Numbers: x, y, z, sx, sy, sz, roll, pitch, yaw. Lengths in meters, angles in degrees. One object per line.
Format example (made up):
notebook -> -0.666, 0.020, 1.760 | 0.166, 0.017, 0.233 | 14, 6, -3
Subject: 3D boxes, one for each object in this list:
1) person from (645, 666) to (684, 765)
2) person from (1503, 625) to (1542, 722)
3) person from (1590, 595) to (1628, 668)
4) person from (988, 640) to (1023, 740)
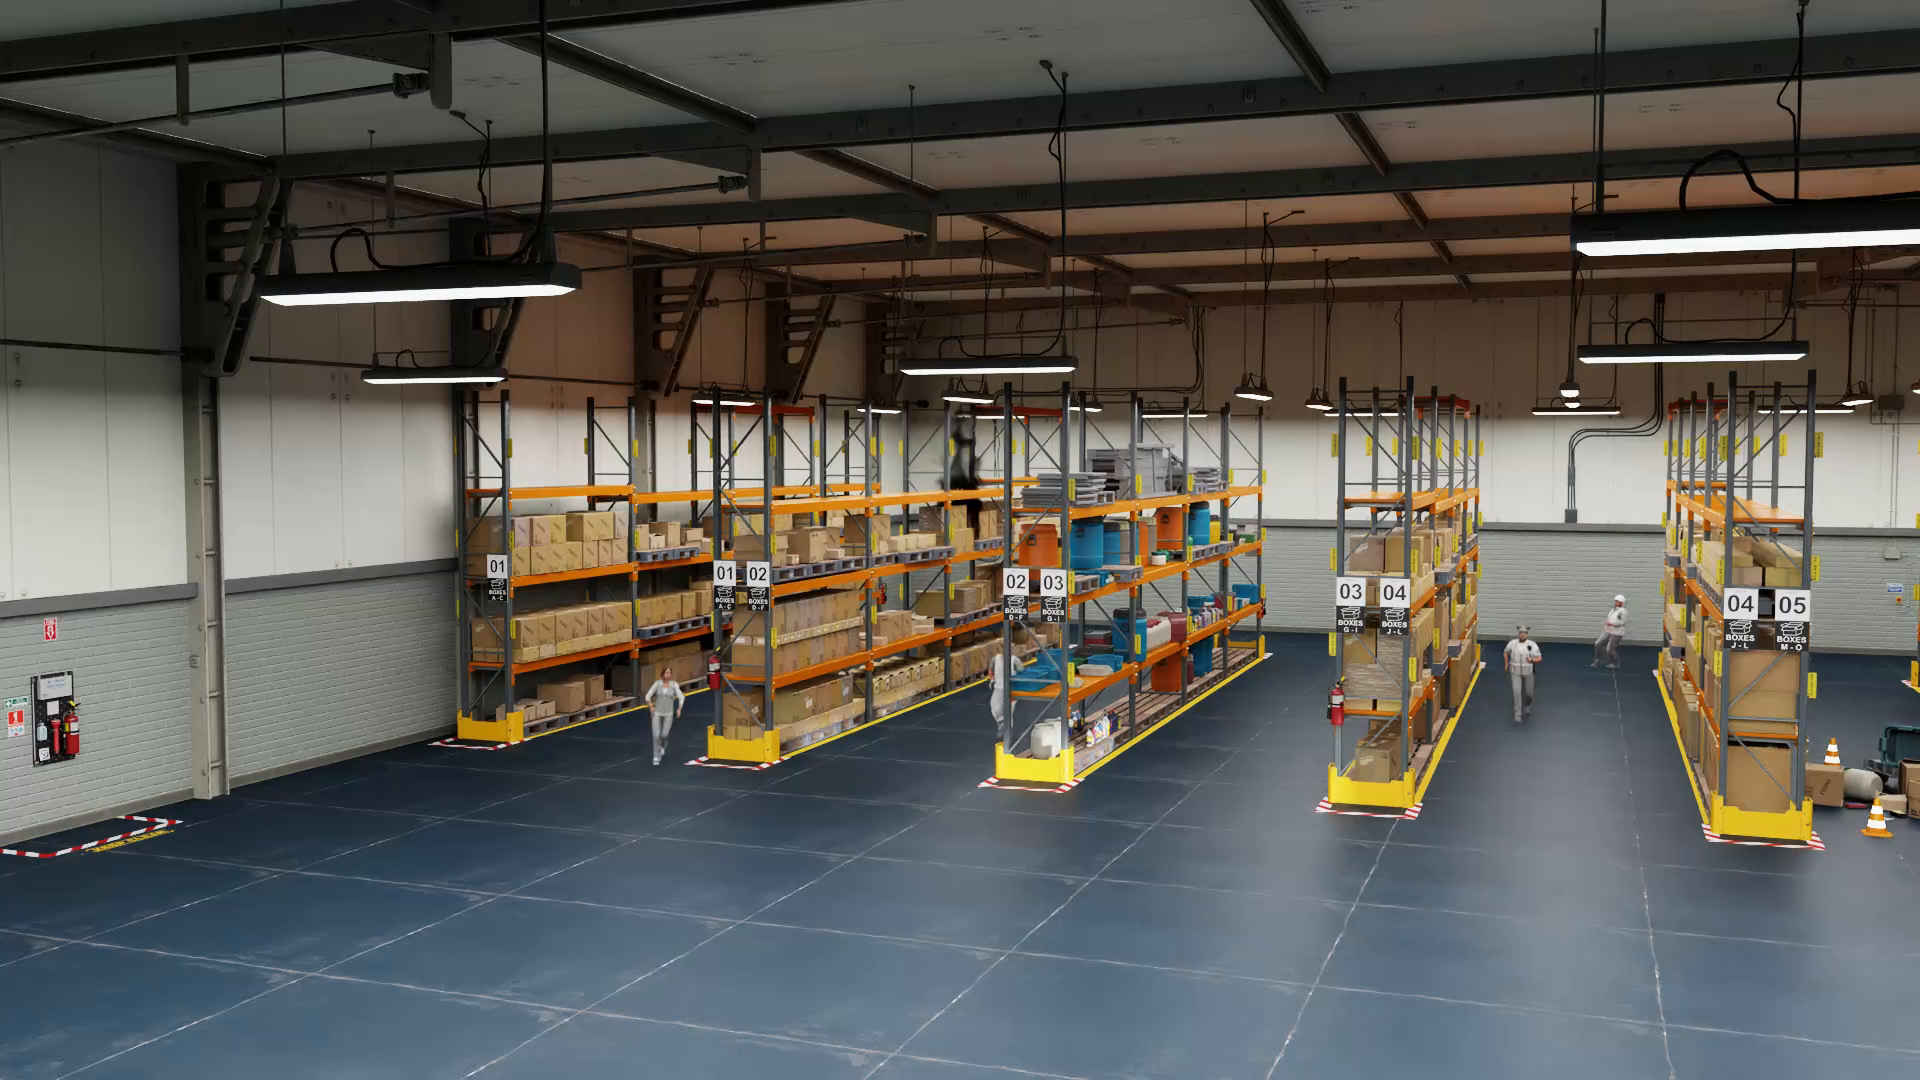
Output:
person -> -4.686, 2.784, 26.362 | 0.614, 1.556, 0.462 | 0, 3, -7
person -> 10.318, 2.429, 30.535 | 0.673, 1.755, 0.923 | 1, 3, 20
person -> 14.744, 2.097, 37.660 | 0.607, 1.709, 0.766 | -1, 3, -11
person -> 0.741, 2.558, 28.275 | 0.644, 1.741, 0.581 | 1, 3, 14
